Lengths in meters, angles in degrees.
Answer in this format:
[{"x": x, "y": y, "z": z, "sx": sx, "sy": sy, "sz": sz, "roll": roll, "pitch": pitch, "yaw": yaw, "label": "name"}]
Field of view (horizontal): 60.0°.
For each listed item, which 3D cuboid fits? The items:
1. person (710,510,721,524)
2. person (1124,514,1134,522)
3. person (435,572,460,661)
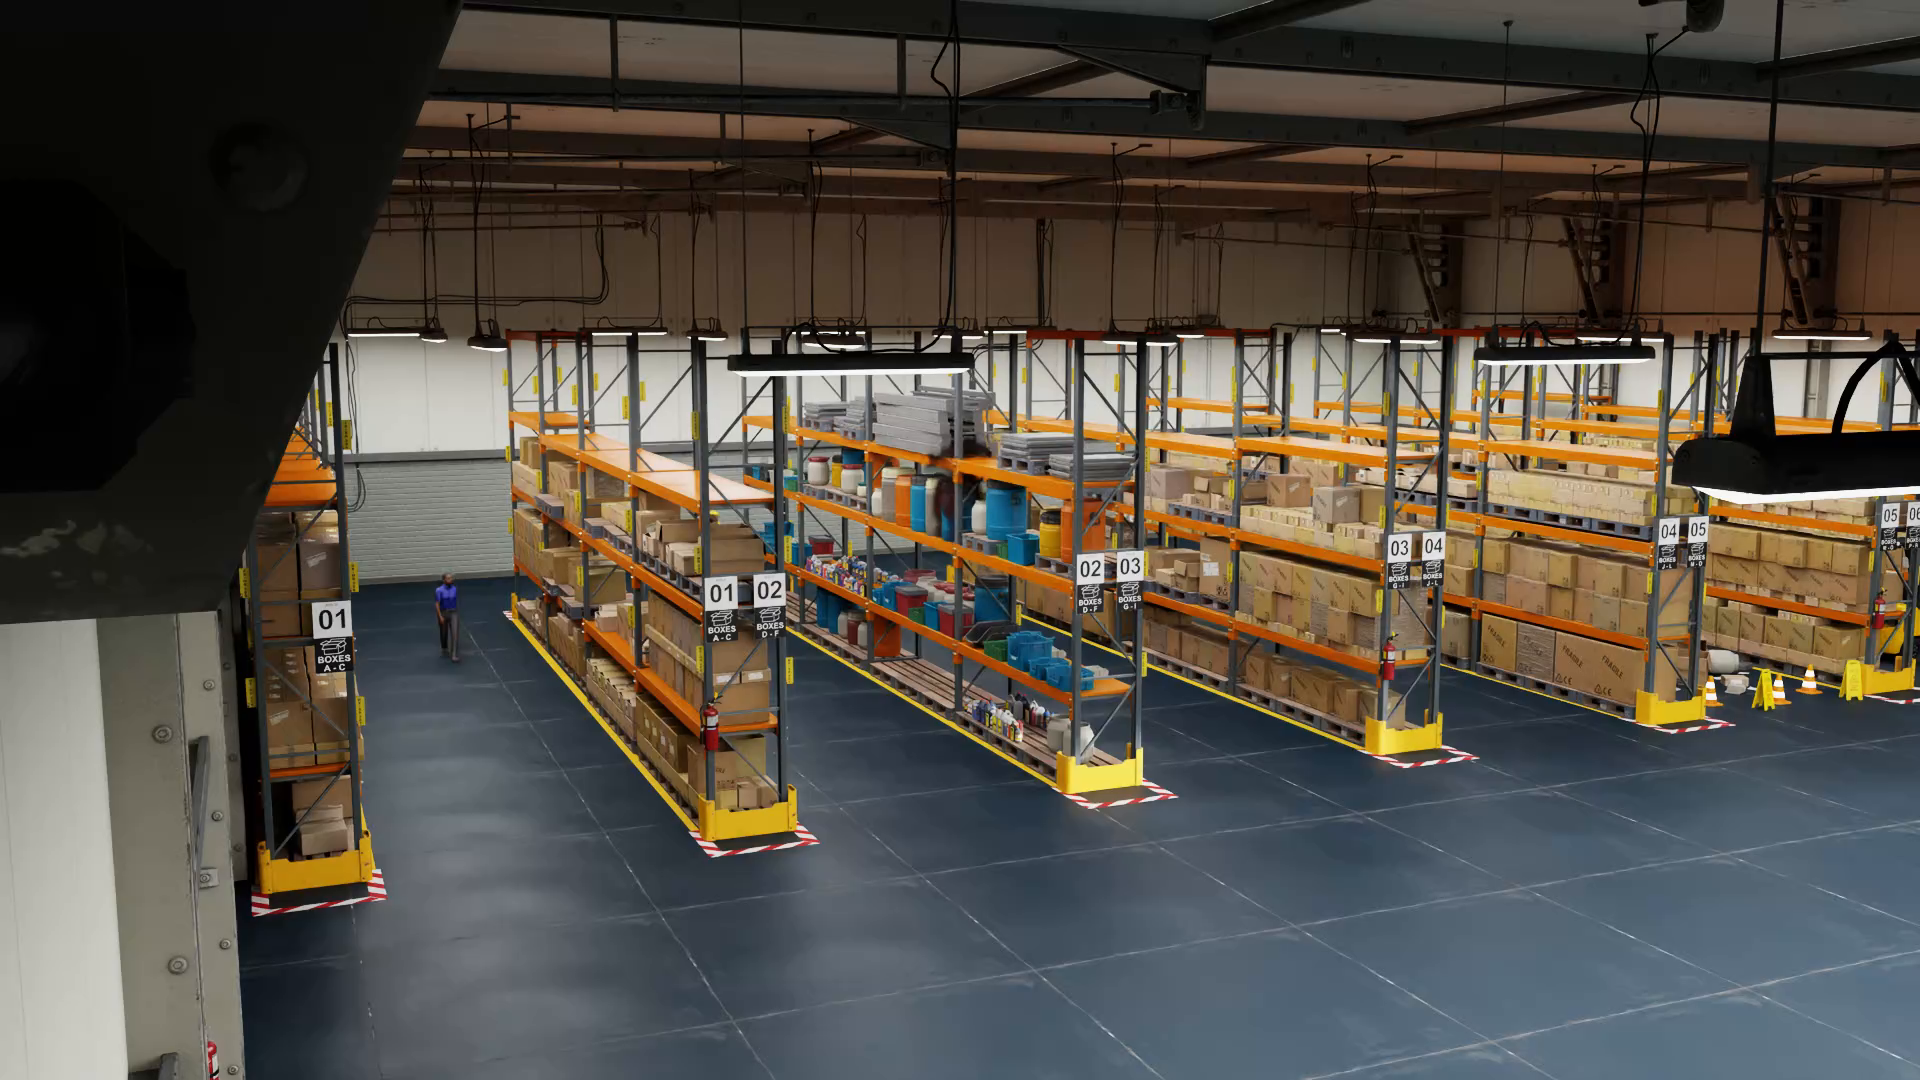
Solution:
[{"x": -5.758, "y": 0.146, "z": 39.297, "sx": 1.049, "sy": 1.727, "sz": 0.707, "roll": 5, "pitch": 9, "yaw": 33, "label": "person"}, {"x": 4.300, "y": -0.292, "z": 42.622, "sx": 0.571, "sy": 1.648, "sz": 0.498, "roll": -6, "pitch": 10, "yaw": -38, "label": "person"}, {"x": -9.403, "y": 1.388, "z": 30.524, "sx": 0.419, "sy": 1.612, "sz": 0.928, "roll": -3, "pitch": 8, "yaw": -18, "label": "person"}]
